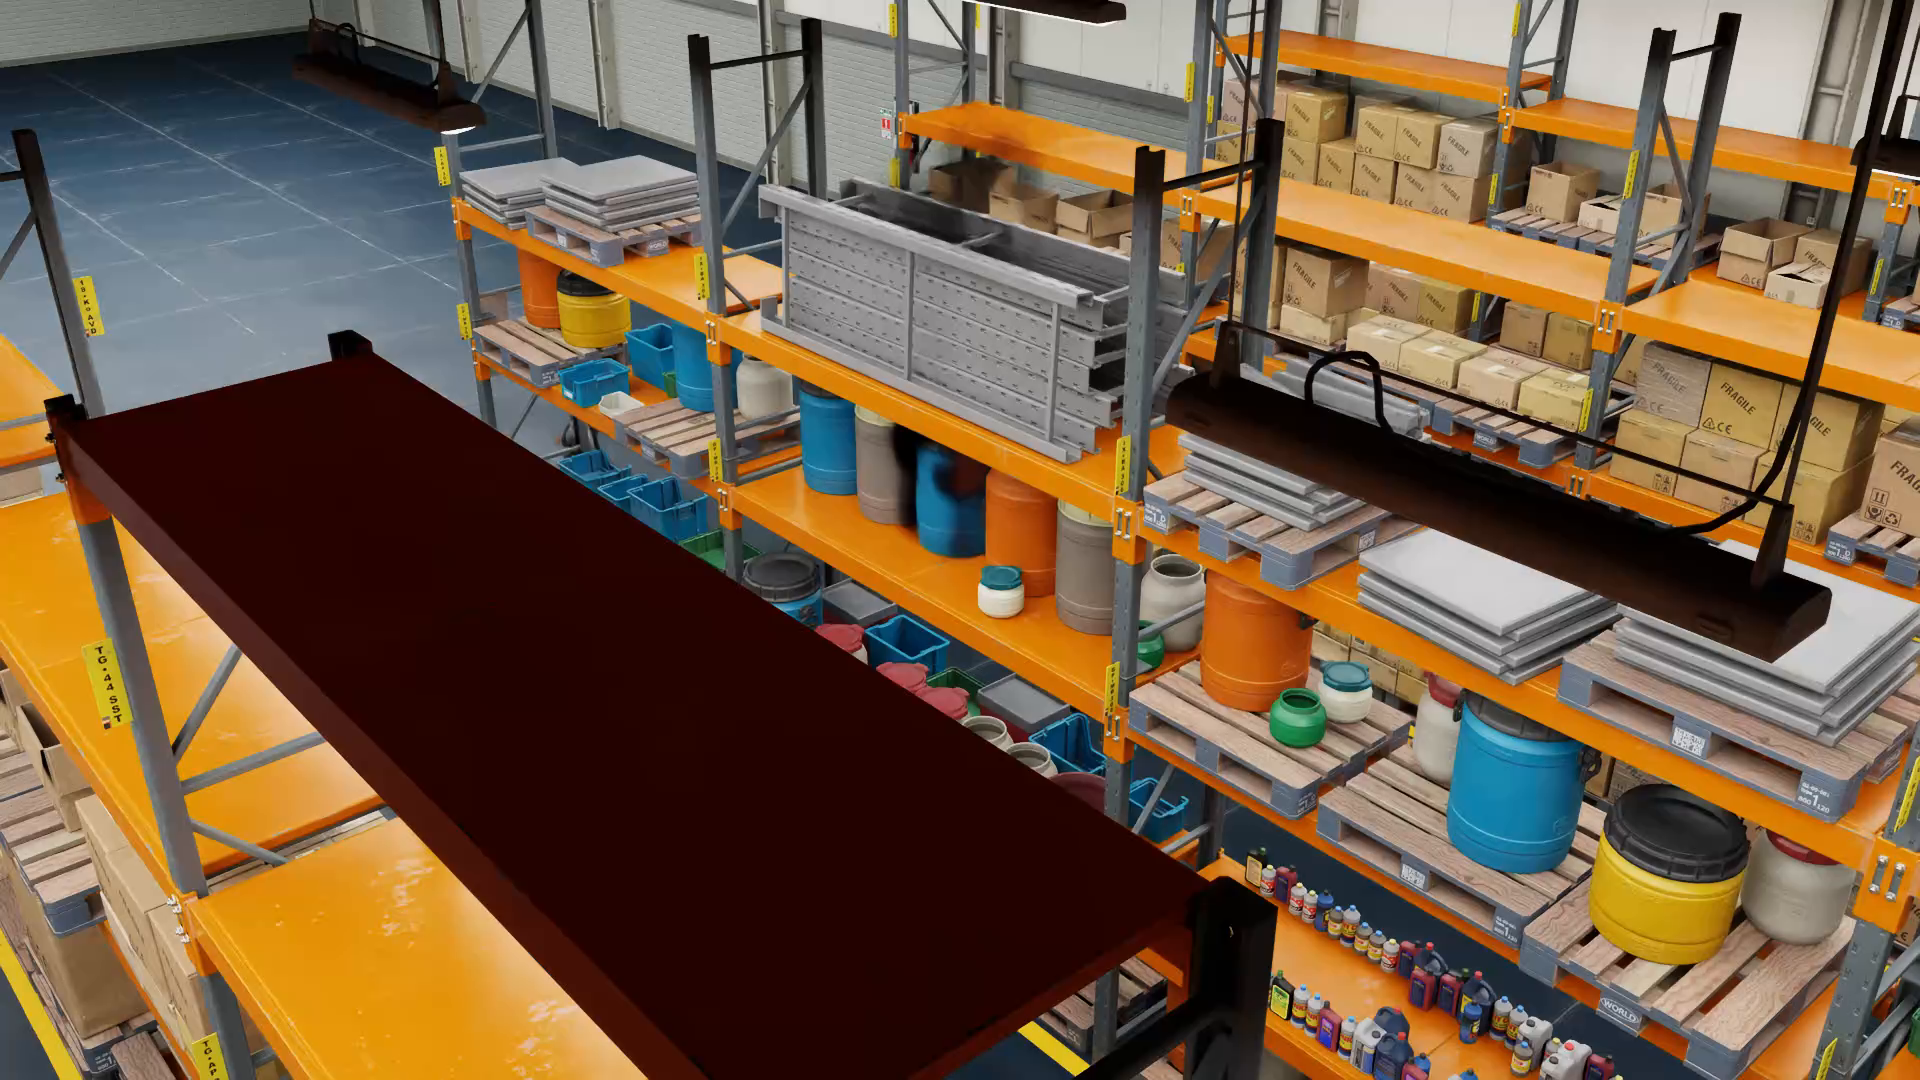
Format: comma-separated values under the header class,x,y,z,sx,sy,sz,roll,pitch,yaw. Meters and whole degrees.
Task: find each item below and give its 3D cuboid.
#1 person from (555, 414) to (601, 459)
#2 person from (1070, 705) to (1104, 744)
class,x,y,z,sx,sy,sz,roll,pitch,yaw
person,-3.835,-0.723,17.121,0.976,1.723,0.677,4,27,7
person,1.033,0.885,13.419,0.525,1.621,0.769,-20,33,-34
